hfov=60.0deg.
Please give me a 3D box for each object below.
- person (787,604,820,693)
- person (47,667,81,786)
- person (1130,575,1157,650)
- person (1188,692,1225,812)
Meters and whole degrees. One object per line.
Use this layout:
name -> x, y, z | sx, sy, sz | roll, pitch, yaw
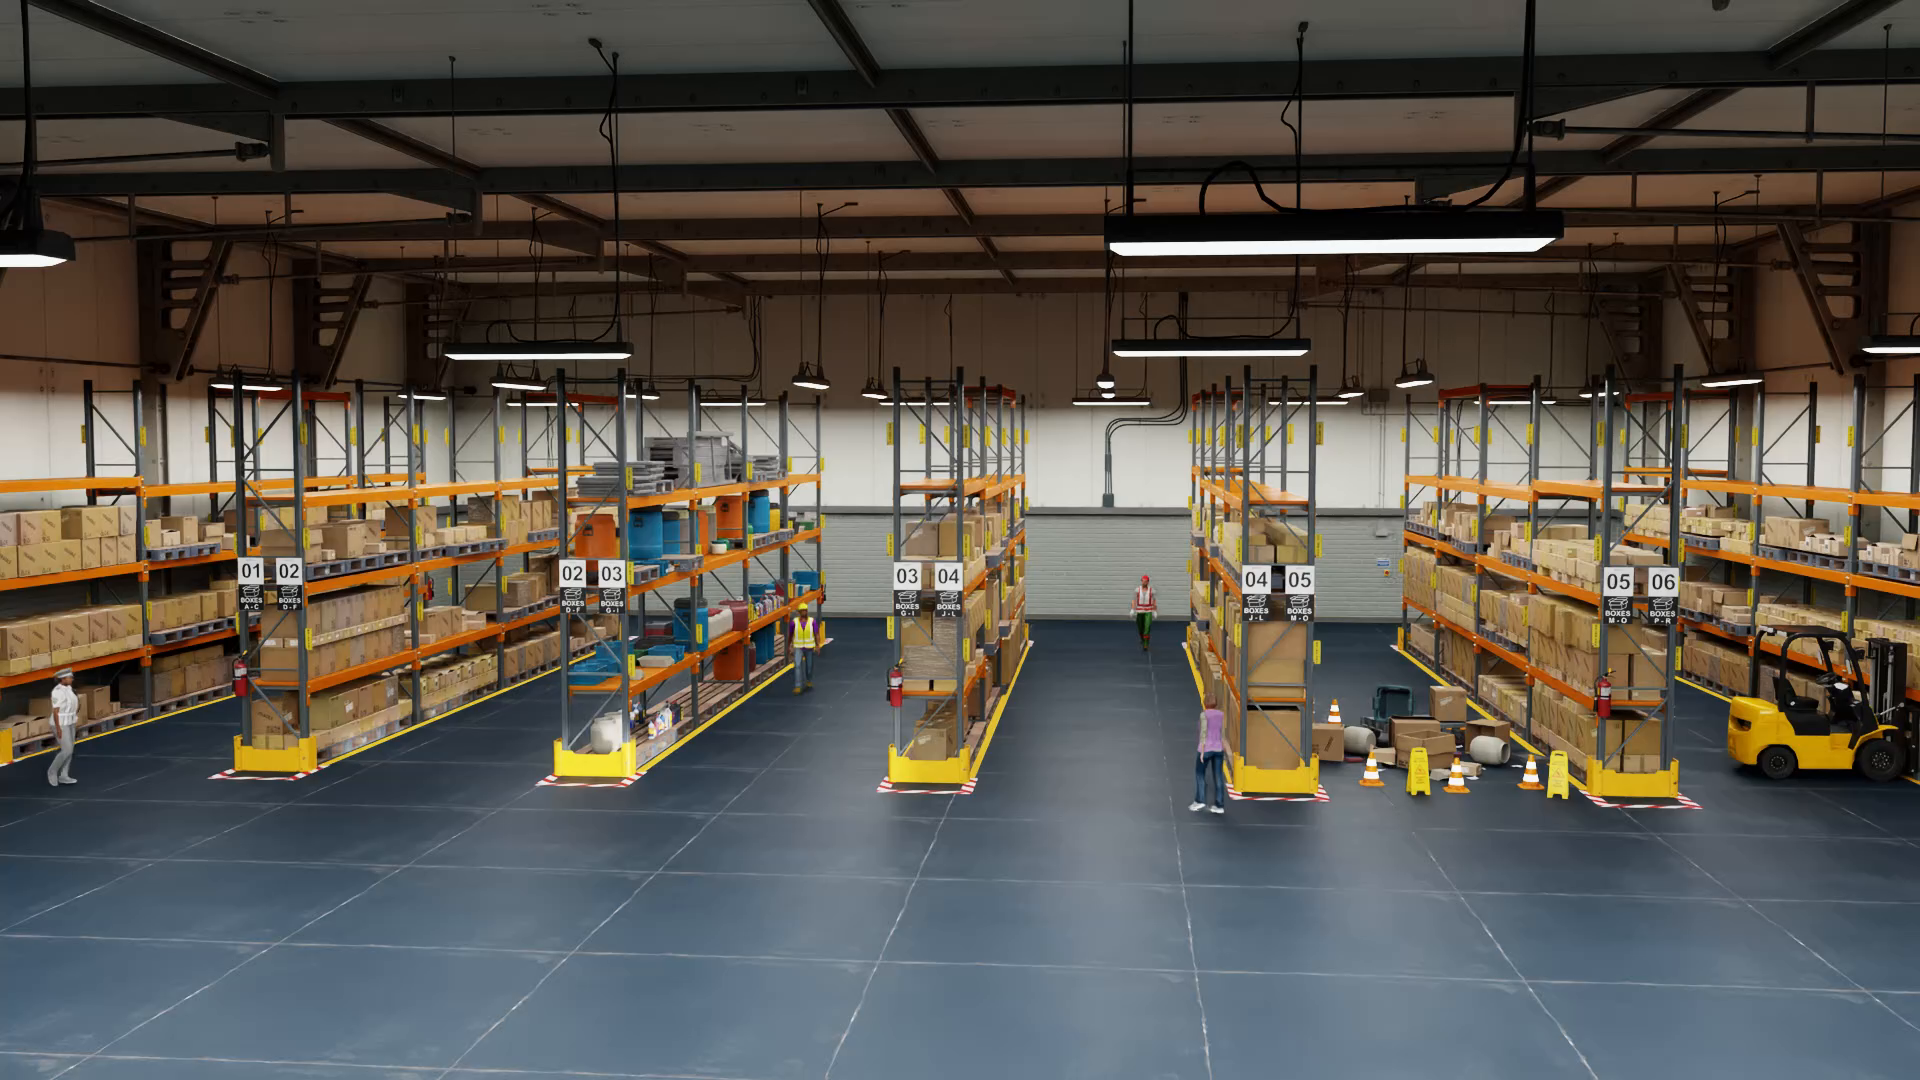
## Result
person -> -3.070, 2.102, 32.565 | 0.671, 1.704, 1.079 | 0, 4, -4
person -> -12.856, 2.667, 23.854 | 0.427, 1.679, 0.477 | 0, 4, 1
person -> 4.325, 1.696, 39.162 | 0.617, 1.745, 1.090 | 1, 4, 14
person -> 3.360, 2.844, 22.168 | 0.439, 1.613, 0.646 | -1, 4, -20
